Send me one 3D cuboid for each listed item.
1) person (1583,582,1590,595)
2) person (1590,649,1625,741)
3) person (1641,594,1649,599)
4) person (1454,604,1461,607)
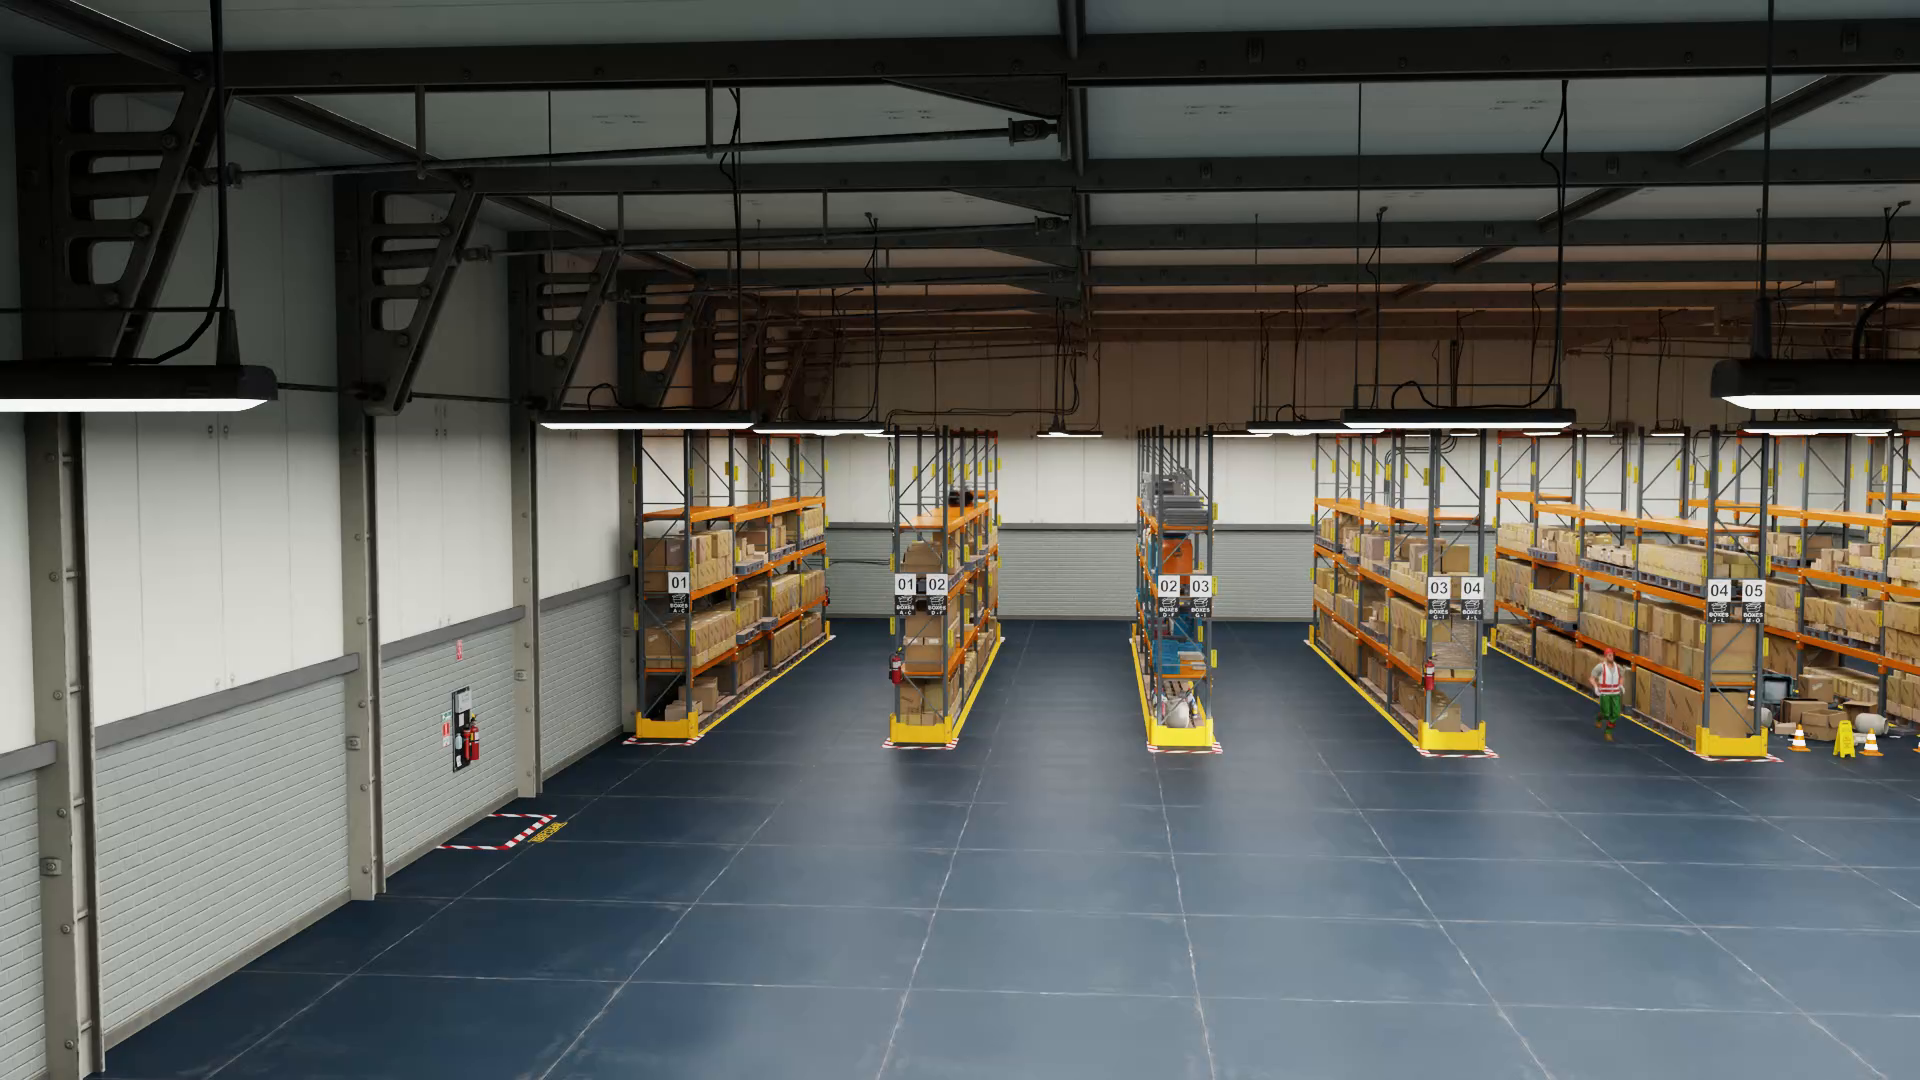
[{"bbox_3d":[18.113,2.022,48.230,0.638,1.595,0.517,-1,4,-22],"label":"person"},{"bbox_3d":[12.428,2.949,31.899,0.670,1.752,0.611,0,3,-3],"label":"person"},{"bbox_3d":[17.379,2.286,42.334,0.654,1.835,0.735,0,3,-7],"label":"person"},{"bbox_3d":[13.972,2.106,46.959,0.799,1.602,0.673,-1,4,-22],"label":"person"}]
